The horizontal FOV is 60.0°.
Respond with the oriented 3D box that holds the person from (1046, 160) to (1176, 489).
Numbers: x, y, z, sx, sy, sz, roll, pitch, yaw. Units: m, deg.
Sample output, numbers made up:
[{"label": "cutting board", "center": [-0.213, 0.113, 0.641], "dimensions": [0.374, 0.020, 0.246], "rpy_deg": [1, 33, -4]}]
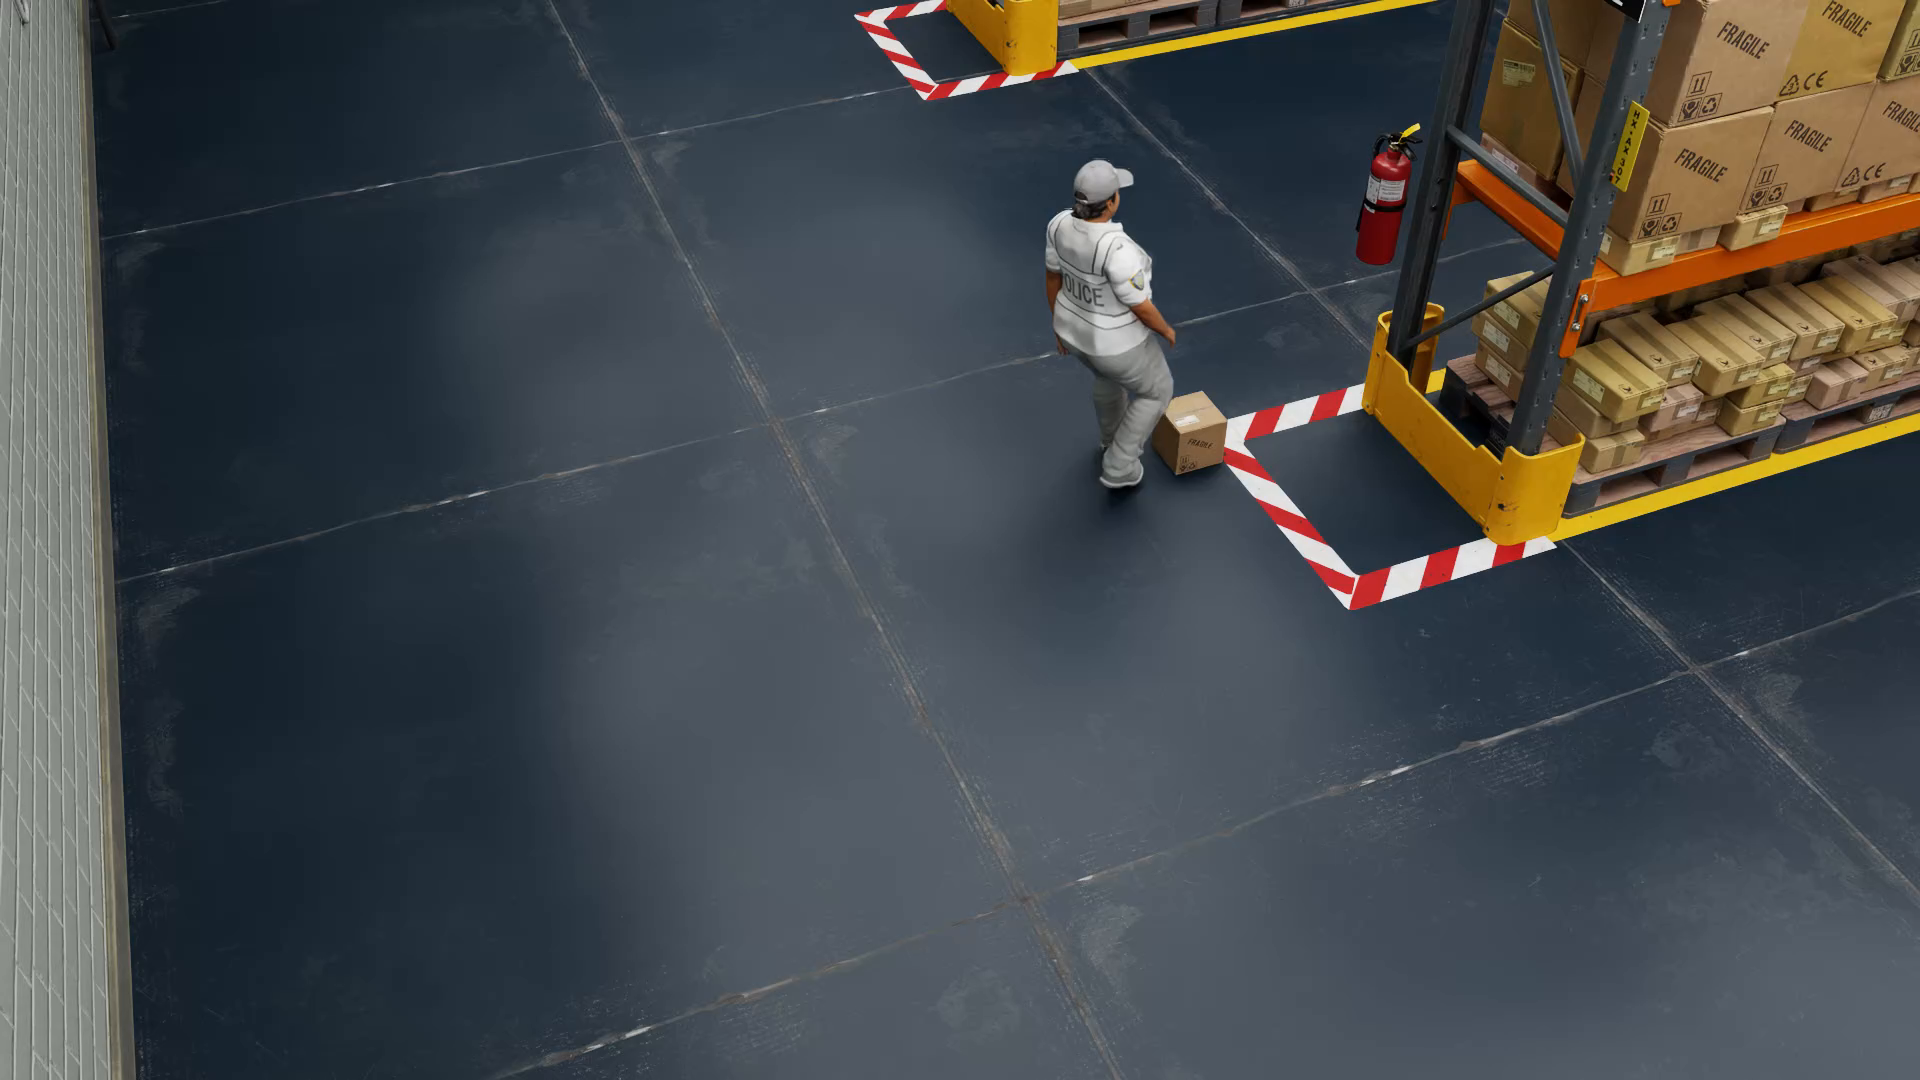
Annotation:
[{"label": "person", "center": [0.716, -0.927, 7.240], "dimensions": [0.620, 1.688, 0.533], "rpy_deg": [-29, 50, -29]}]
